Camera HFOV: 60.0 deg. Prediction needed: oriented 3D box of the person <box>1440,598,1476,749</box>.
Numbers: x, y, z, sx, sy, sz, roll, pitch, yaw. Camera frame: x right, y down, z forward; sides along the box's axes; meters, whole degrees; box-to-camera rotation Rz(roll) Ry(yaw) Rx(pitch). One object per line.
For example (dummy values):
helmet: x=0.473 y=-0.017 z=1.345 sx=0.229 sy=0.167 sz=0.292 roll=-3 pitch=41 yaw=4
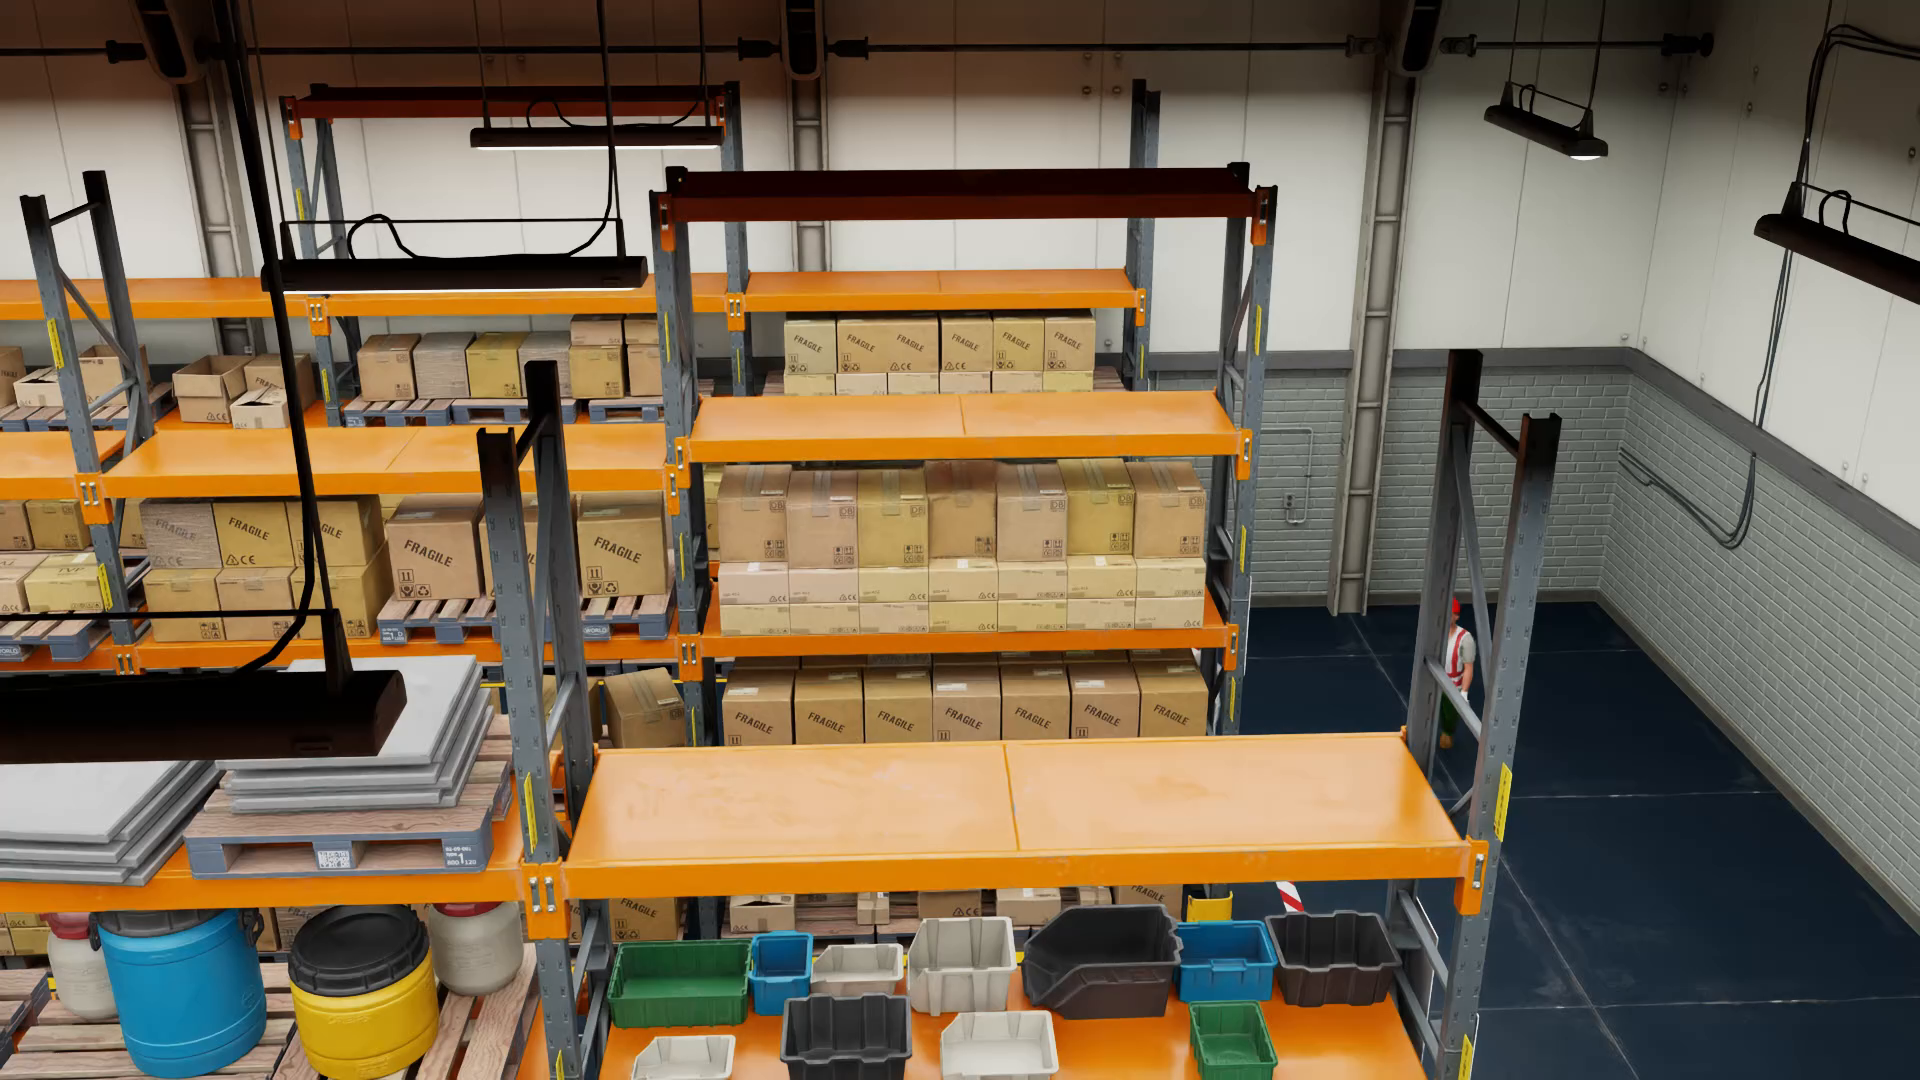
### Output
person: x=4.506 y=1.341 z=15.510 sx=0.537 sy=1.756 sz=1.003 roll=10 pitch=24 yaw=23

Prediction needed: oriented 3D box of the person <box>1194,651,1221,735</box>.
person: x=2.113 y=1.689 z=14.840 sx=0.397 sy=1.677 sz=0.662 roll=3 pitch=22 yaw=8
